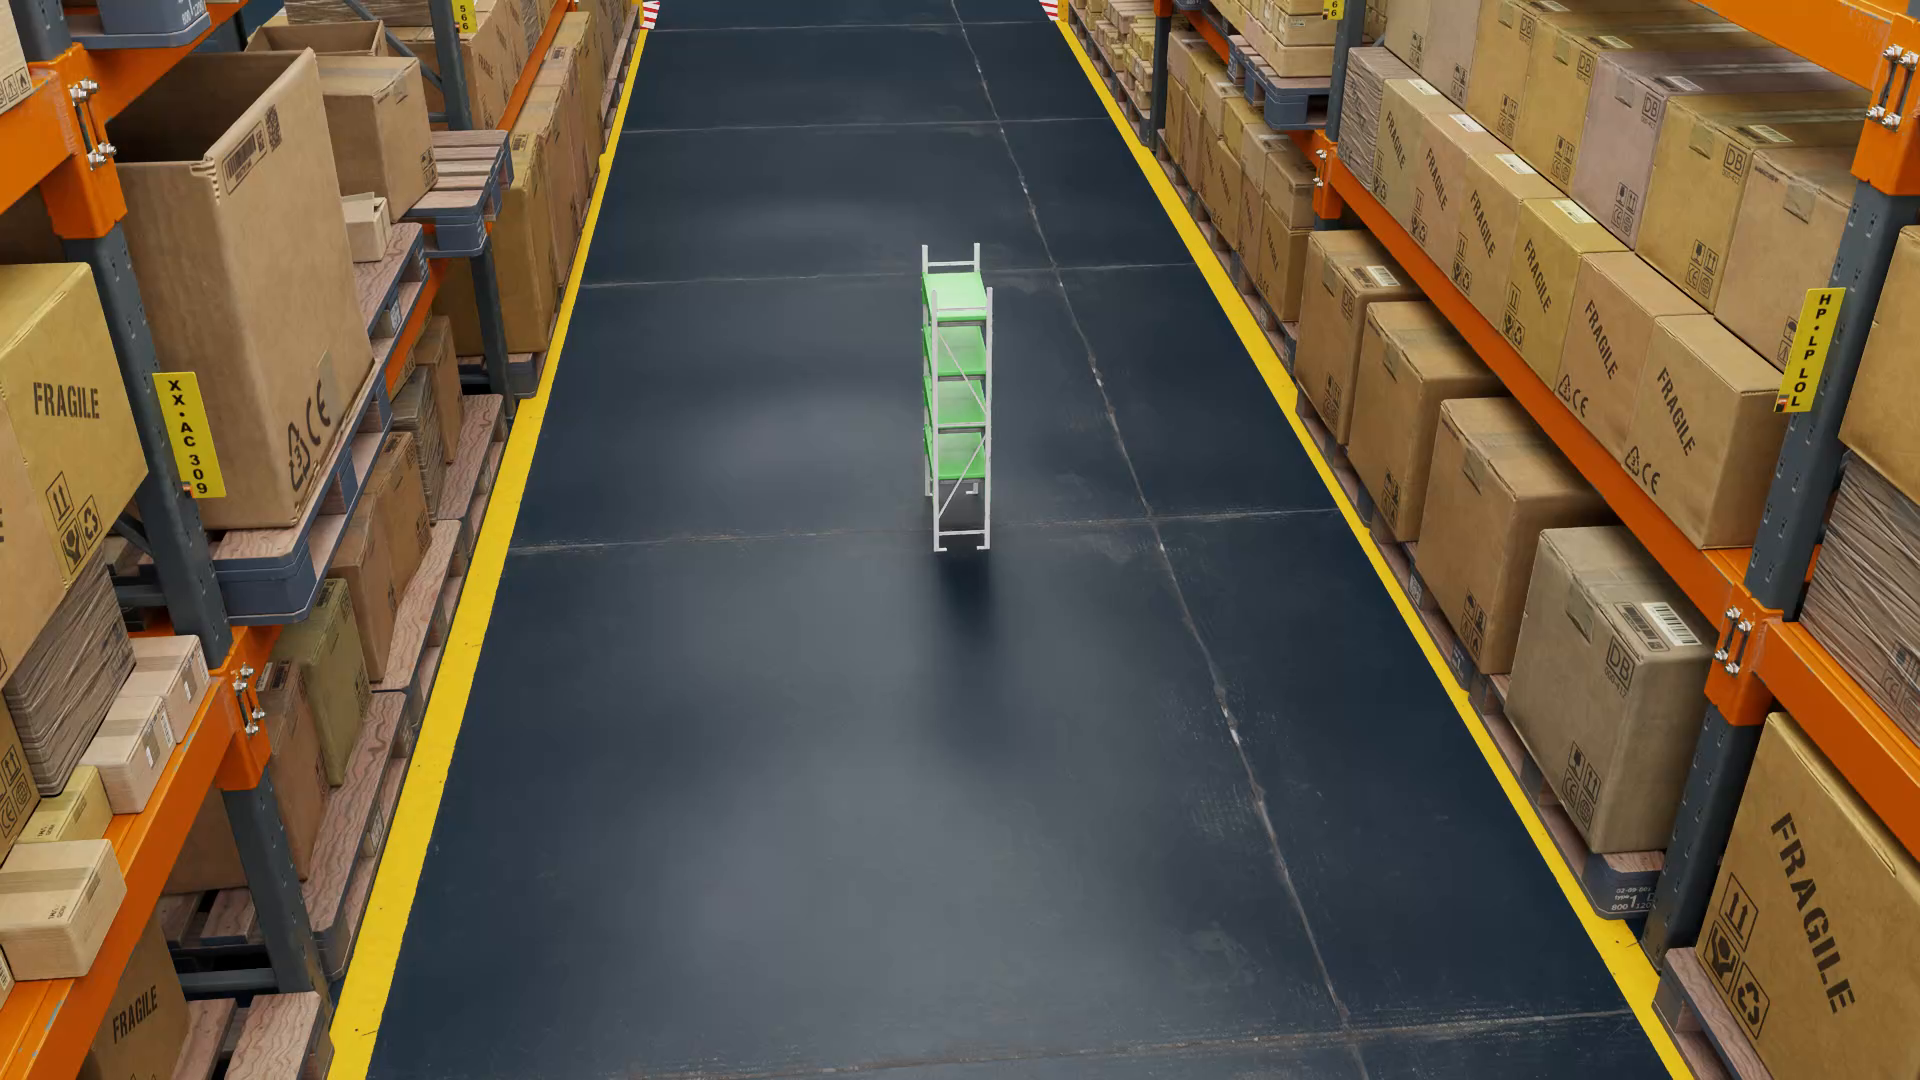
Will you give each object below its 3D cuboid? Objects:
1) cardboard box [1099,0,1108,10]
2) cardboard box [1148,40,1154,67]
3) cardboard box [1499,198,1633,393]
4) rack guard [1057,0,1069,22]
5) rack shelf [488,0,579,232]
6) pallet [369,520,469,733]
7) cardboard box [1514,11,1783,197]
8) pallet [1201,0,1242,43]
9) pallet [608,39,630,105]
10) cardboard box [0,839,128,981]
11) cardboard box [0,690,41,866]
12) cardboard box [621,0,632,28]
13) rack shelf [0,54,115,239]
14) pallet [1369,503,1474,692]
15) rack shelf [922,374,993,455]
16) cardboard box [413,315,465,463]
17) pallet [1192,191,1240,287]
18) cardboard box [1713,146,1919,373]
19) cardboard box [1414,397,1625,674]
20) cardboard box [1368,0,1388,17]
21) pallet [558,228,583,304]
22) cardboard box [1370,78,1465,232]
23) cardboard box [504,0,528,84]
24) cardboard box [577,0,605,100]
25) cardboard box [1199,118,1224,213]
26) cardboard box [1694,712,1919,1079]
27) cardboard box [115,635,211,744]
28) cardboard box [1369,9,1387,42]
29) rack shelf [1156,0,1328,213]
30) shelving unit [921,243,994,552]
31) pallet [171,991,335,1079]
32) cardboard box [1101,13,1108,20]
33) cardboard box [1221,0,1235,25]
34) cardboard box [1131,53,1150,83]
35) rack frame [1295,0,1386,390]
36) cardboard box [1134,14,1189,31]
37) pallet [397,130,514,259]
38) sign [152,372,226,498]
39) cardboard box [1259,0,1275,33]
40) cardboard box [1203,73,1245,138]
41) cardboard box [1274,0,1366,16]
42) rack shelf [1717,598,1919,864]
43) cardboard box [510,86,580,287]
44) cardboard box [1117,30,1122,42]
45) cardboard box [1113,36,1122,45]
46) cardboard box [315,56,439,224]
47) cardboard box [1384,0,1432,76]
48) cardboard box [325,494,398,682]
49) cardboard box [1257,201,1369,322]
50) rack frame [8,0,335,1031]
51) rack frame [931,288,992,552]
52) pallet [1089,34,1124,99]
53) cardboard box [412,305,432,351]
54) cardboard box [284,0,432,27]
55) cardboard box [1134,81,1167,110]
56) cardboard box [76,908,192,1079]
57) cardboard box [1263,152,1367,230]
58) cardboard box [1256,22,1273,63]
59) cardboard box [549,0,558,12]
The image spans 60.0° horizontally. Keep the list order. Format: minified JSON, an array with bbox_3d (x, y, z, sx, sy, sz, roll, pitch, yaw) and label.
[{"bbox_3d":[1.338,-4.410,13.498,0.380,0.149,0.250,-2,31,-4],"label":"cardboard box"},{"bbox_3d":[1.566,-3.492,11.961,0.380,0.149,0.250,-2,31,-3],"label":"cardboard box"},{"bbox_3d":[2.196,-0.839,5.632,0.500,0.500,0.500,-2,31,-4],"label":"cardboard box"},{"bbox_3d":[1.492,-5.041,15.202,1.175,0.500,0.348,-3,31,-5],"label":"rack guard"},{"bbox_3d":[-2.902,-2.595,9.370,1.077,0.370,4.000,-3,31,-5],"label":"rack shelf"},{"bbox_3d":[-2.533,0.335,6.483,1.003,0.211,1.213,-3,31,-5],"label":"pallet"},{"bbox_3d":[2.411,-1.530,5.814,0.700,0.500,0.500,-3,31,-5],"label":"cardboard box"},{"bbox_3d":[2.006,-2.995,9.526,1.003,0.211,1.213,-3,31,-5],"label":"pallet"},{"bbox_3d":[-3.200,-3.744,13.312,1.003,0.211,1.213,-3,31,-5],"label":"pallet"},{"bbox_3d":[-1.917,0.744,3.324,0.380,0.149,0.250,-3,31,-5],"label":"cardboard box"},{"bbox_3d":[-2.350,0.479,3.136,0.875,0.500,0.500,-3,31,-5],"label":"cardboard box"},{"bbox_3d":[-3.324,-4.912,14.211,0.875,0.875,0.875,-3,31,-5],"label":"cardboard box"},{"bbox_3d":[-2.155,0.202,1.763,1.077,0.370,4.000,-3,31,-5],"label":"rack shelf"},{"bbox_3d":[2.342,0.156,6.783,1.003,0.211,1.213,-3,31,-5],"label":"pallet"},{"bbox_3d":[-0.015,-0.545,7.117,0.258,0.148,0.480,-3,31,-5],"label":"rack shelf"},{"bbox_3d":[-2.633,-0.657,7.434,0.700,0.500,0.500,-4,31,-7],"label":"cardboard box"},{"bbox_3d":[2.050,-1.892,10.211,1.003,0.211,1.213,-3,31,-5],"label":"pallet"},{"bbox_3d":[2.554,-0.752,4.511,0.700,0.500,0.500,-3,31,-5],"label":"cardboard box"},{"bbox_3d":[2.372,-0.046,6.186,1.050,0.750,0.750,-3,31,-5],"label":"cardboard box"},{"bbox_3d":[2.331,-2.800,8.557,0.380,0.149,0.250,-4,31,-6],"label":"cardboard box"},{"bbox_3d":[-2.825,-1.713,9.912,1.003,0.211,1.213,-3,31,-5],"label":"pallet"},{"bbox_3d":[2.056,-1.610,6.922,0.500,0.500,0.500,-3,31,-5],"label":"cardboard box"},{"bbox_3d":[-2.592,-2.711,8.766,0.500,0.500,0.500,-3,31,-5],"label":"cardboard box"},{"bbox_3d":[-3.071,-3.534,11.903,0.875,0.875,0.875,-3,31,-5],"label":"cardboard box"},{"bbox_3d":[1.777,-2.291,10.189,0.500,0.500,0.500,-2,31,-4],"label":"cardboard box"},{"bbox_3d":[2.595,1.030,4.263,0.875,0.875,0.875,-2,31,-4],"label":"cardboard box"},{"bbox_3d":[-2.029,0.363,3.962,0.380,0.149,0.250,-3,31,-5],"label":"cardboard box"},{"bbox_3d":[2.341,-2.654,8.603,0.380,0.149,0.250,-1,31,-2],"label":"cardboard box"},{"bbox_3d":[2.045,-2.781,9.682,1.077,0.370,4.000,-3,31,-5],"label":"rack shelf"},{"bbox_3d":[-0.015,-0.600,7.084,0.258,1.200,0.503,-3,31,-5],"label":"shelving unit"},{"bbox_3d":[-2.244,1.698,4.201,1.003,0.211,1.213,-3,31,-5],"label":"pallet"},{"bbox_3d":[1.384,-4.309,13.909,0.380,0.149,0.250,-3,31,-4],"label":"cardboard box"},{"bbox_3d":[1.636,-2.894,9.005,0.380,0.149,0.250,-4,31,-7],"label":"cardboard box"},{"bbox_3d":[1.475,-3.478,12.228,0.380,0.149,0.250,-4,31,-7],"label":"cardboard box"},{"bbox_3d":[2.232,-2.069,7.788,1.000,3.000,0.127,-3,31,-5],"label":"rack frame"},{"bbox_3d":[1.526,-3.883,12.616,0.380,0.149,0.250,-2,31,-3],"label":"cardboard box"},{"bbox_3d":[-2.543,-1.441,6.925,1.213,0.211,1.003,-3,31,-5],"label":"pallet"},{"bbox_3d":[-1.802,-0.242,3.886,0.100,0.325,0.005,-3,31,-5],"label":"sign"},{"bbox_3d":[1.706,-2.635,8.282,0.380,0.149,0.250,-2,31,-3],"label":"cardboard box"},{"bbox_3d":[1.760,-2.618,10.004,0.500,0.250,0.500,-2,31,-3],"label":"cardboard box"},{"bbox_3d":[1.730,-2.625,7.974,0.380,0.149,0.250,-4,31,-7],"label":"cardboard box"},{"bbox_3d":[2.793,1.304,2.844,1.077,0.370,4.000,-3,31,-5],"label":"rack shelf"},{"bbox_3d":[-2.835,-1.959,9.268,1.225,0.875,0.875,-3,31,-4],"label":"cardboard box"},{"bbox_3d":[1.458,-4.014,13.125,0.380,0.149,0.250,-4,31,-7],"label":"cardboard box"},{"bbox_3d":[1.428,-3.916,13.251,0.380,0.149,0.250,-2,31,-4],"label":"cardboard box"},{"bbox_3d":[-2.474,-1.552,6.416,0.700,0.500,0.500,2,31,3],"label":"cardboard box"},{"bbox_3d":[2.264,-2.311,7.121,0.700,0.500,0.500,-3,31,-5],"label":"cardboard box"},{"bbox_3d":[-2.456,0.199,6.000,0.700,0.500,0.500,-5,31,-9],"label":"cardboard box"},{"bbox_3d":[1.910,-1.499,8.863,0.500,0.500,0.500,-3,31,-5],"label":"cardboard box"},{"bbox_3d":[-2.342,0.160,4.057,1.000,3.000,0.127,-3,31,-5],"label":"rack frame"},{"bbox_3d":[0.007,-0.475,6.875,0.240,1.200,0.015,-3,31,-5],"label":"rack frame"},{"bbox_3d":[1.643,-3.879,13.538,1.003,0.211,1.213,-3,31,-5],"label":"pallet"},{"bbox_3d":[-2.623,-0.980,7.242,0.500,0.250,0.500,-2,31,-3],"label":"cardboard box"},{"bbox_3d":[-2.768,-2.730,7.820,0.797,0.503,0.637,-2,31,-3],"label":"cardboard box"},{"bbox_3d":[1.483,-3.251,12.138,0.380,0.149,0.250,-2,31,-4],"label":"cardboard box"},{"bbox_3d":[-2.344,1.259,4.246,0.500,0.500,0.500,-4,31,-6],"label":"cardboard box"},{"bbox_3d":[1.907,-1.834,8.692,0.500,0.250,0.500,-3,31,-6],"label":"cardboard box"},{"bbox_3d":[1.707,-2.498,8.342,0.380,0.149,0.250,-3,31,-5],"label":"cardboard box"},{"bbox_3d":[-2.734,-3.489,10.068,0.500,0.500,0.500,-2,31,-3],"label":"cardboard box"}]
